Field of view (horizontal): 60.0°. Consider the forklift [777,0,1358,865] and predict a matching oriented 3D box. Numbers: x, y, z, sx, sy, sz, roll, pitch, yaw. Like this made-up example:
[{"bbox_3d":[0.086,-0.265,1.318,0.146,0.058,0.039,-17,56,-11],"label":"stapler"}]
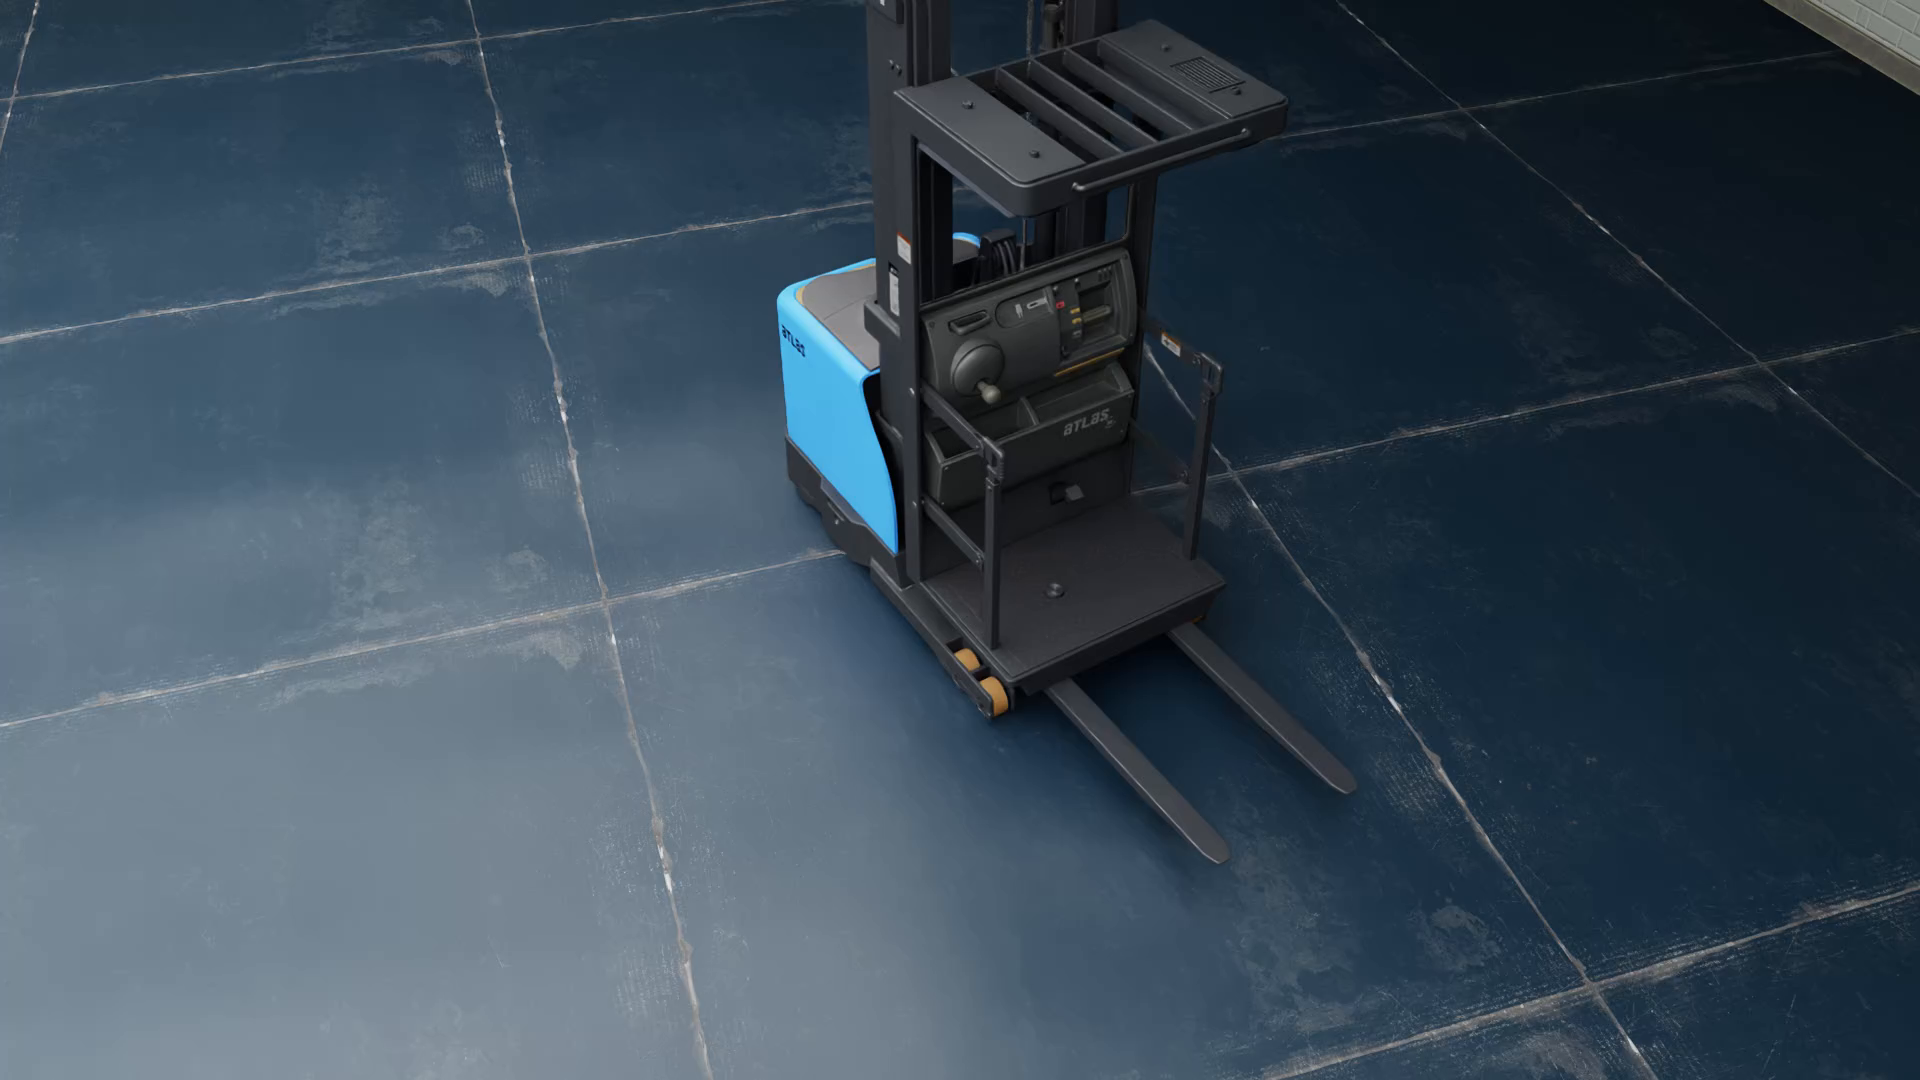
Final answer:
[{"bbox_3d":[0.398,-0.737,6.215,1.130,2.935,3.031,-23,46,-24],"label":"forklift"}]
